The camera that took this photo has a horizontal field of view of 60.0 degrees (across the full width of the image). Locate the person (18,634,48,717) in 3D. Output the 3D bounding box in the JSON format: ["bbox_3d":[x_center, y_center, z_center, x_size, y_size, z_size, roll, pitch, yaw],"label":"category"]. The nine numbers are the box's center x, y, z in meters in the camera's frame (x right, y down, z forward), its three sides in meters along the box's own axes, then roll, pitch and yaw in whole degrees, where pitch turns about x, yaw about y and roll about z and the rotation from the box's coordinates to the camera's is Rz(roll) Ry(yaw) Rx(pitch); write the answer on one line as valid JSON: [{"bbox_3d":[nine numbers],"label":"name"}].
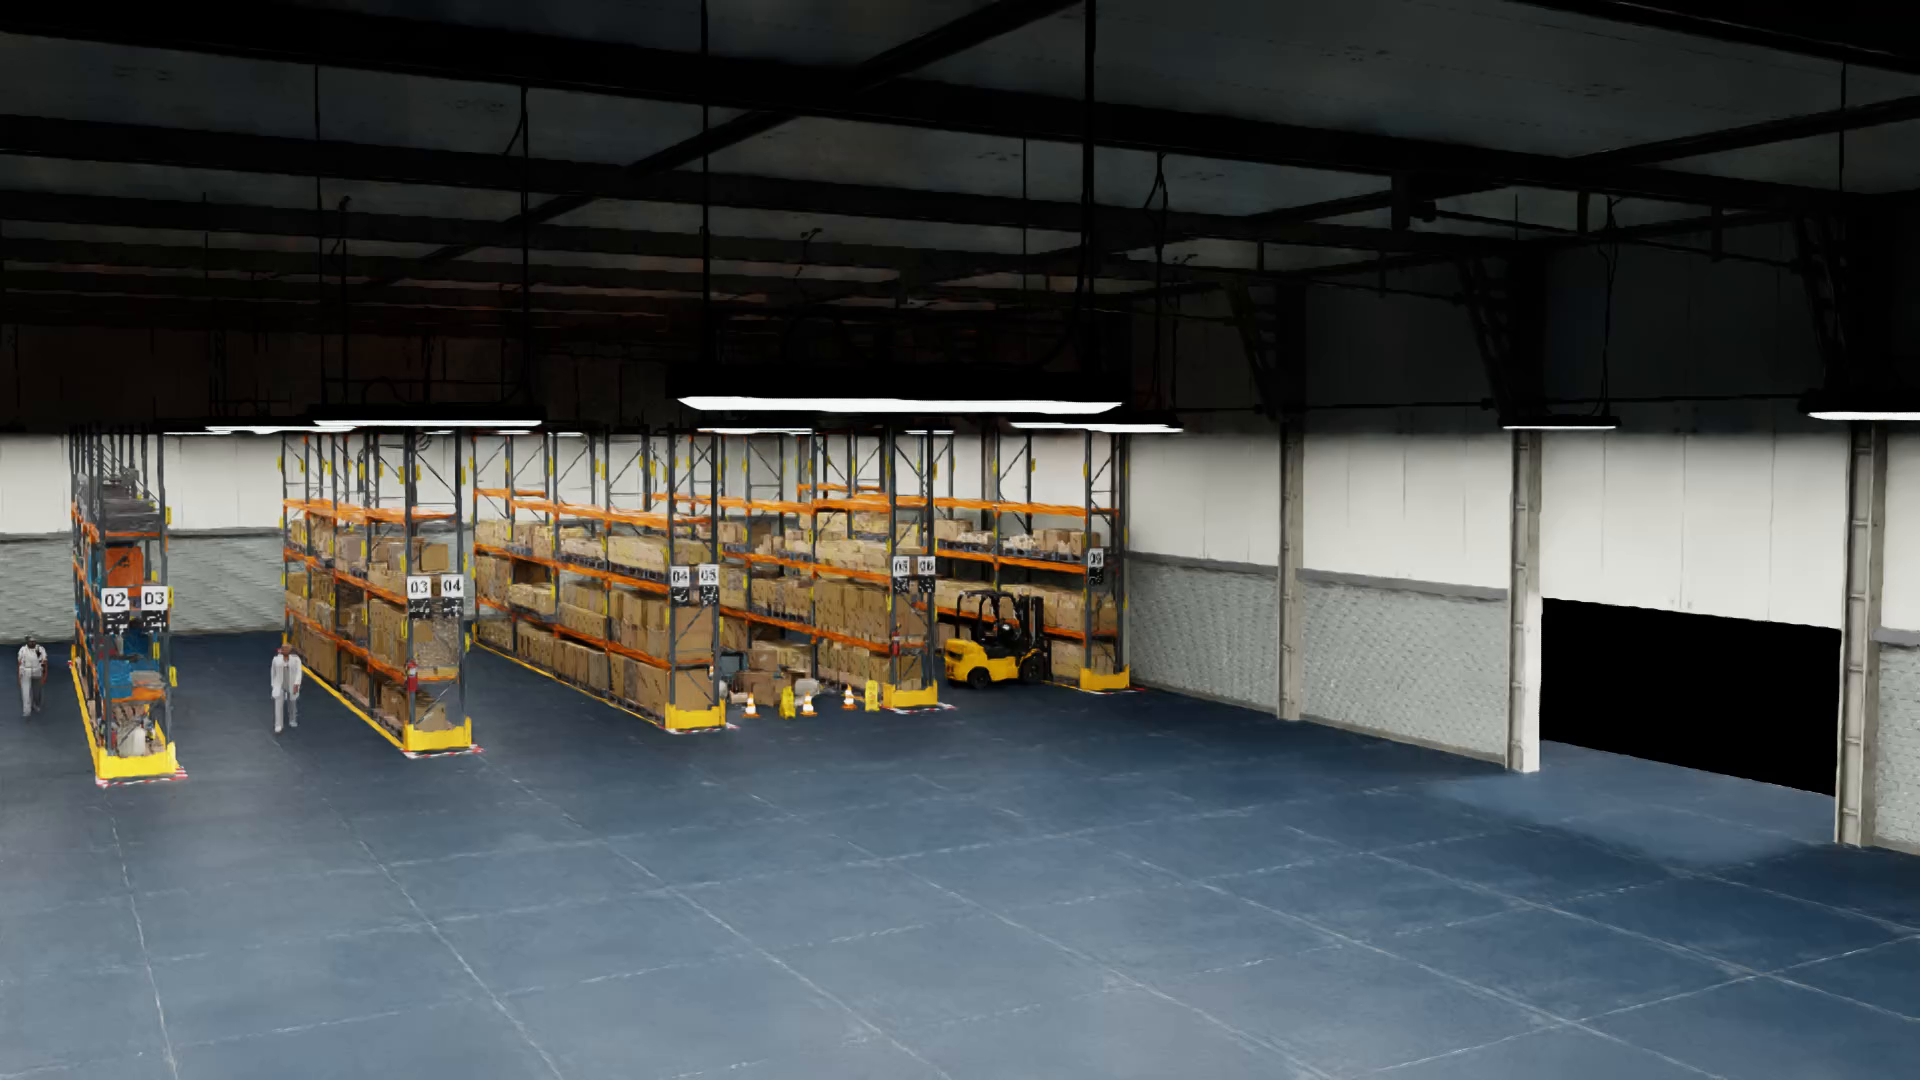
[{"bbox_3d":[-19.076,2.753,34.221,0.540,1.676,1.130,-2,4,-32],"label":"person"}]

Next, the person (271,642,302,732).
[{"bbox_3d":[-13.123,2.840,32.420,0.576,1.712,1.089,-1,4,-20],"label":"person"}]

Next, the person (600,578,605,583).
[{"bbox_3d":[-10.671,1.822,50.167,0.544,1.588,0.402,3,4,37],"label":"person"}]

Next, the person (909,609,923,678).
[{"bbox_3d":[-1.147,2.434,39.514,0.544,1.667,0.572,0,4,2],"label":"person"}]

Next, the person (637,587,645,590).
[{"bbox_3d":[-8.732,2.060,45.532,0.540,1.668,0.545,-1,4,-12],"label":"person"}]
